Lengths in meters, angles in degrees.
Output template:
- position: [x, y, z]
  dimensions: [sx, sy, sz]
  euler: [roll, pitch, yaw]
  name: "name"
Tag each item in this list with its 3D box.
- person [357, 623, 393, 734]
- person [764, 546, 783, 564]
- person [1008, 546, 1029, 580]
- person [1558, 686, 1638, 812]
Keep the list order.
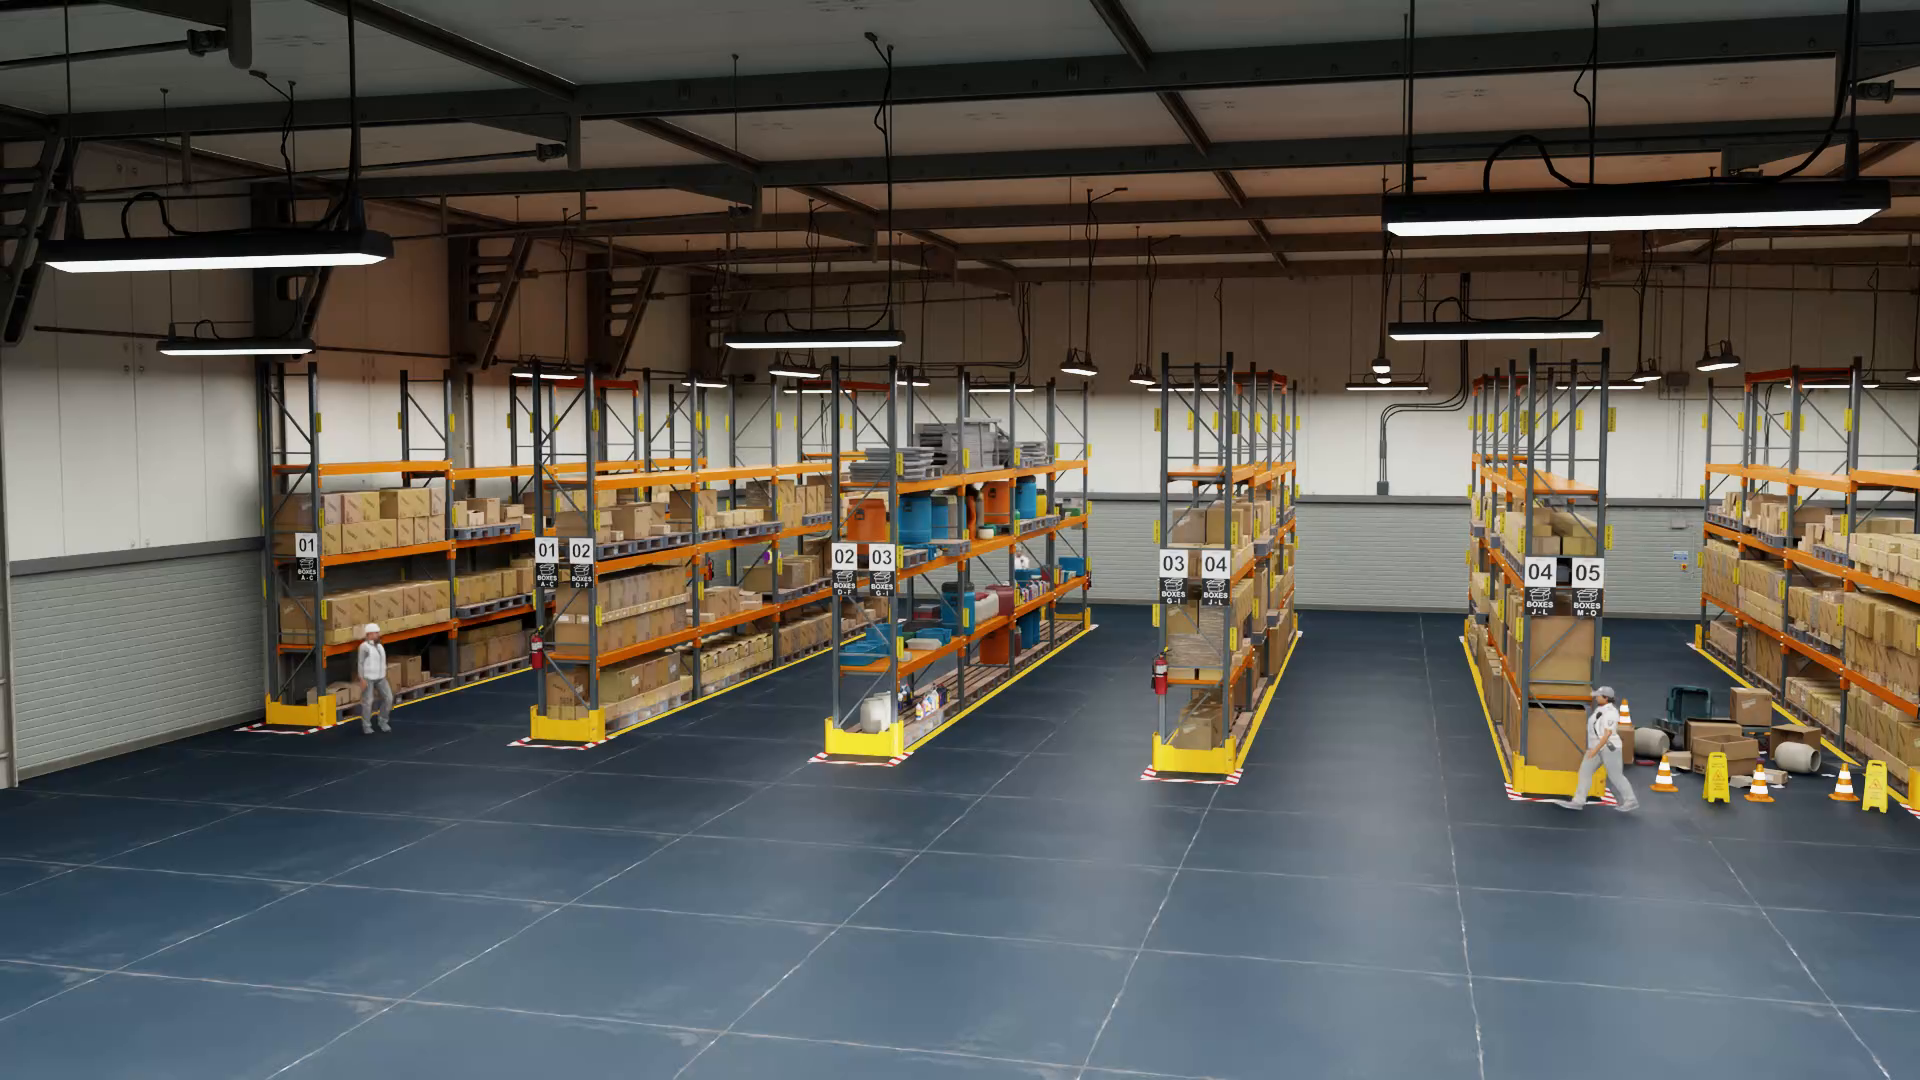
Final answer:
- position: [-9.495, 2.239, 26.866]
  dimensions: [0.407, 1.787, 0.599]
  euler: [2, 5, 29]
  name: "person"
- position: [-5.188, 0.872, 46.286]
  dimensions: [0.648, 1.734, 0.748]
  euler: [-3, 5, -40]
  name: "person"
- position: [1.532, 1.058, 43.766]
  dimensions: [0.497, 1.838, 0.532]
  euler: [-3, 5, -35]
  name: "person"
- position: [8.219, 2.679, 21.313]
  dimensions: [0.930, 1.621, 0.470]
  euler: [-1, 4, -9]
  name: "person"
